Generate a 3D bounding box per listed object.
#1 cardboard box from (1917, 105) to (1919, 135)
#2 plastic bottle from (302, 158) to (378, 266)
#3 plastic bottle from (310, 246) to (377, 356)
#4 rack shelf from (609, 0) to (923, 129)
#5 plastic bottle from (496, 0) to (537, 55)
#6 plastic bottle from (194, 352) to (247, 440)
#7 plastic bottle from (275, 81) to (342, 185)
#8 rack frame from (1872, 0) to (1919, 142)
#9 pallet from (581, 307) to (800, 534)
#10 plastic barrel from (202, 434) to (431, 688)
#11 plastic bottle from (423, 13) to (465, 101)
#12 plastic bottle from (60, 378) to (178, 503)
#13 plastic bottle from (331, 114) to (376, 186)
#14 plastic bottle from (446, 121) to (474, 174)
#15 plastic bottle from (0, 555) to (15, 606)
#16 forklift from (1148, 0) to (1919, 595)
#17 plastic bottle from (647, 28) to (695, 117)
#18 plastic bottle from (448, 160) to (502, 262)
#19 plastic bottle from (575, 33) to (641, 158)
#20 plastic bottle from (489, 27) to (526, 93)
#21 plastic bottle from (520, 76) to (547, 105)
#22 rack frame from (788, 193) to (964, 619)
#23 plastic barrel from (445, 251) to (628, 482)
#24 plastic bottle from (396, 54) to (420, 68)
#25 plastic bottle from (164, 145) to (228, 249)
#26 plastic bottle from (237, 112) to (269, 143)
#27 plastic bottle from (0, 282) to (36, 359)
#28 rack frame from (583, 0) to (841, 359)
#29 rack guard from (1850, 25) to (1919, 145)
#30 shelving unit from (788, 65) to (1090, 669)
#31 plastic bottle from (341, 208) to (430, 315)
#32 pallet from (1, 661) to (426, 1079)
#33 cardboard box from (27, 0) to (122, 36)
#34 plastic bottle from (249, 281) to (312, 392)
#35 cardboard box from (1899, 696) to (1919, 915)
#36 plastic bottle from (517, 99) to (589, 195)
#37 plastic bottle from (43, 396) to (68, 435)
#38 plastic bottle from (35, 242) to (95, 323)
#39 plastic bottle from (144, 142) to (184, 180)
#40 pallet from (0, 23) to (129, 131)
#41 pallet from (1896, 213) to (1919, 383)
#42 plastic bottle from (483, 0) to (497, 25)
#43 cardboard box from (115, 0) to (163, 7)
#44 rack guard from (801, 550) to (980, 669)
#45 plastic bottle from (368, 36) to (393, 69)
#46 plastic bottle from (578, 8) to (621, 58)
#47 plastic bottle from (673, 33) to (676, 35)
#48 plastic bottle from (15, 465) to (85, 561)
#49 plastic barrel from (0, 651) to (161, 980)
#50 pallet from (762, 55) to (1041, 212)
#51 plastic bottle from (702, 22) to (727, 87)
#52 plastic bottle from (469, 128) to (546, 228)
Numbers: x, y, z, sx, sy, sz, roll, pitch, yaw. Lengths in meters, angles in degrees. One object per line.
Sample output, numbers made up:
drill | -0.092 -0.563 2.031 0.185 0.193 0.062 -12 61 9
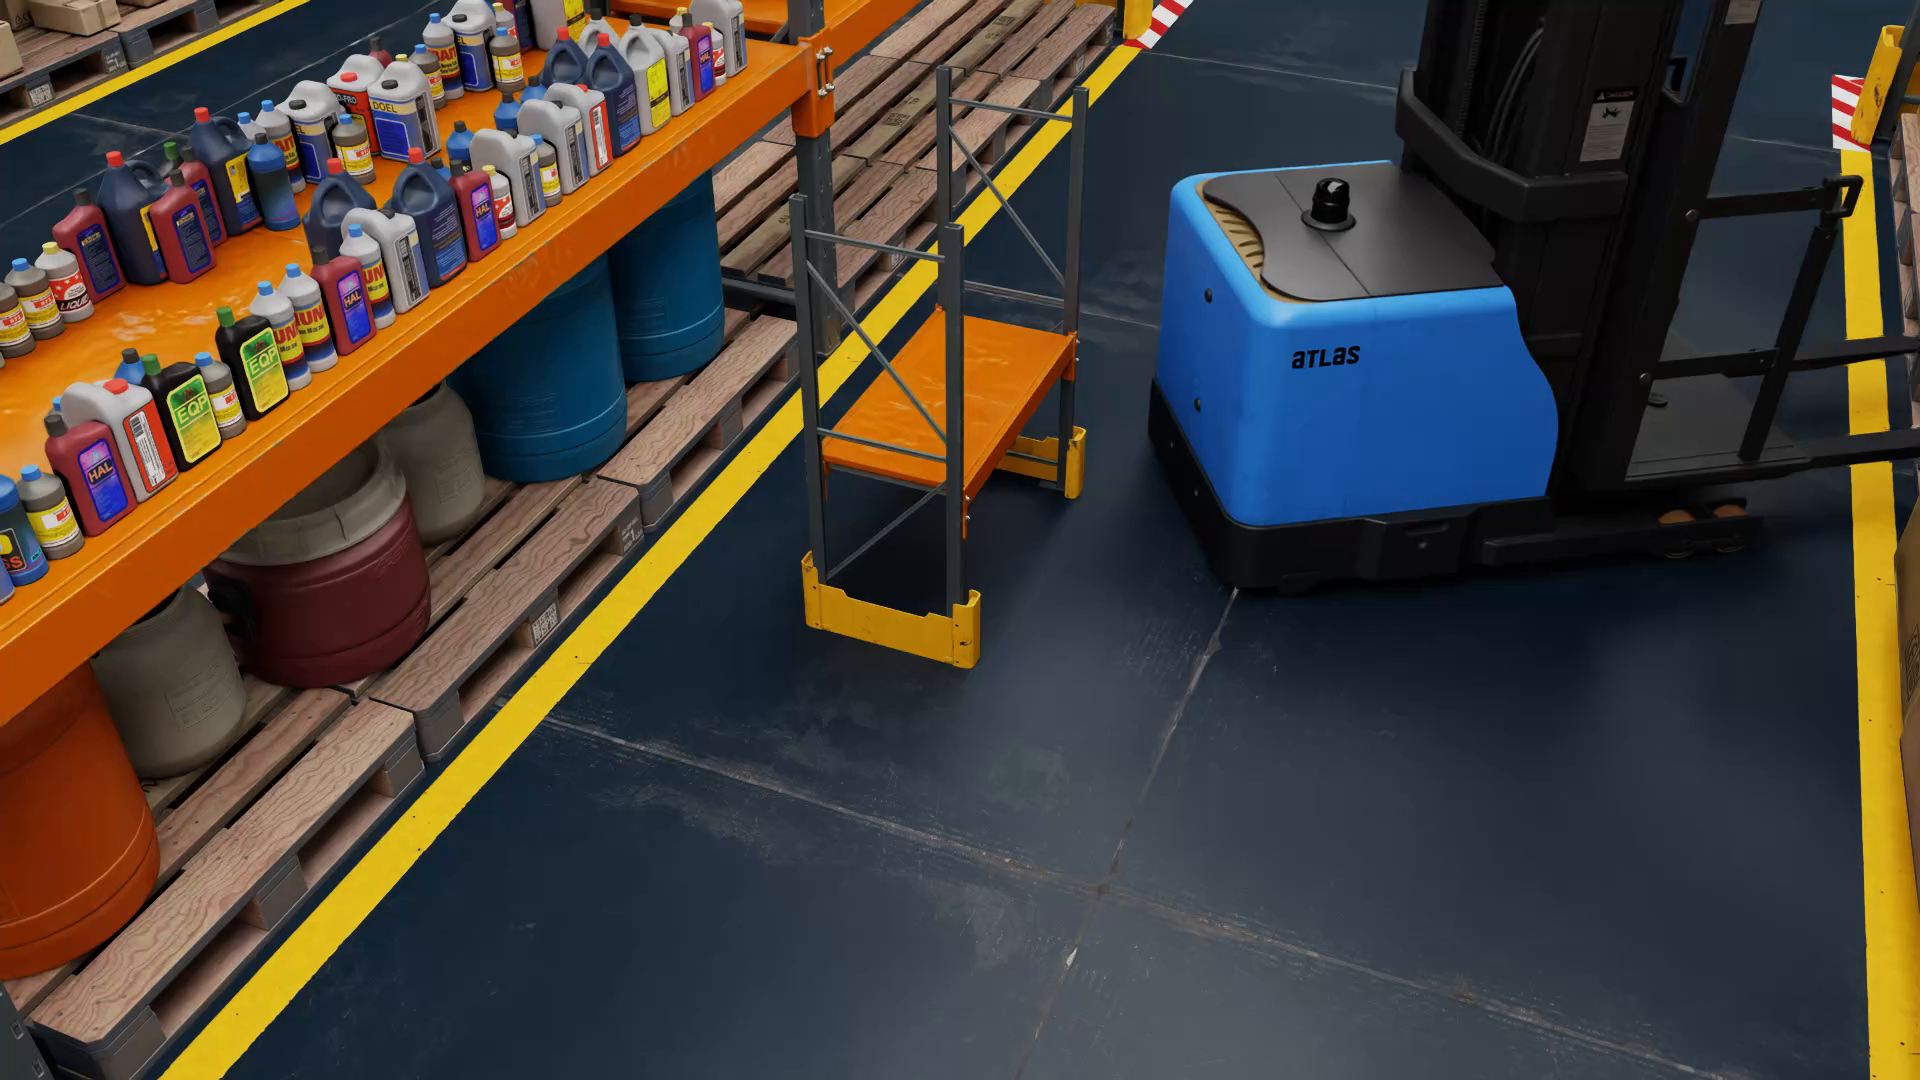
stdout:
cardboard box | 4.960 -2.113 7.496 0.875 0.875 0.875 14 39 18
plastic bottle | -1.631 -0.829 4.395 0.144 0.351 0.185 14 39 18
plastic bottle | -1.550 -0.616 4.166 0.061 0.283 0.133 14 39 18
rack shelf | -0.212 -2.901 7.727 1.077 0.370 4.000 14 39 18
plastic bottle | -1.558 -1.856 5.825 0.061 0.283 0.133 14 39 18
plastic bottle | -1.735 -0.342 3.868 0.097 0.201 0.097 0 37 0
plastic bottle | -1.942 -1.222 4.983 0.152 0.276 0.135 14 39 18
rack frame | 5.129 -3.169 7.484 1.000 3.000 0.127 14 39 18
pallet | -1.305 -0.548 6.306 1.003 0.211 1.213 14 39 18
plastic barrel | -1.895 0.030 4.868 0.600 0.588 0.708 14 39 18
plastic bottle | -1.710 -1.601 5.493 0.097 0.271 0.097 0 37 0
plastic bottle | -1.856 -0.240 3.669 0.152 0.276 0.135 14 39 18
plastic bottle | -1.820 -1.174 4.981 0.097 0.201 0.097 0 37 0
plastic bottle | -1.417 -1.073 4.787 0.097 0.271 0.097 0 37 0
plastic bottle | -2.032 0.016 3.327 0.152 0.276 0.135 14 39 18
forklift | 2.262 -1.417 5.198 3.031 2.935 1.130 -6 37 -8
plastic bottle | -0.963 -1.538 5.406 0.152 0.276 0.135 14 39 18
plastic bottle | -1.340 -0.921 4.574 0.061 0.283 0.133 14 39 18
plastic bottle | -1.091 -1.377 5.128 0.144 0.351 0.185 14 39 18
plastic bottle | -1.518 -1.612 5.568 0.097 0.201 0.097 0 37 0
plastic bottle | -1.278 -1.275 5.058 0.097 0.271 0.097 0 37 0
rack frame | -0.226 -0.272 4.861 0.500 1.500 0.032 14 39 18
plastic barrel | -1.465 -0.721 5.610 0.600 0.901 0.708 14 39 18
plastic bottle | -1.784 -1.465 5.370 0.097 0.201 0.097 0 37 0
plastic bottle | -2.124 -0.937 4.596 0.061 0.283 0.133 14 39 18
plastic bottle | -2.049 -1.108 4.835 0.097 0.271 0.097 0 37 0
plastic bottle | -2.402 -0.566 4.168 0.097 0.201 0.097 0 37 0
rack frame | -0.973 -2.082 6.030 1.000 3.000 0.127 14 39 18
rack guard | 5.138 -2.181 8.250 1.175 0.500 0.348 14 39 18
shelving unit | -0.029 -0.559 5.245 0.587 1.500 1.083 14 39 18
plastic bottle | -1.504 -0.752 4.354 0.152 0.276 0.135 14 39 18
pallet | -2.234 0.803 4.499 1.003 0.211 1.213 14 39 18
cardboard box | -4.873 -2.918 9.148 0.380 0.166 0.250 14 39 18
plastic bottle | -1.648 -0.498 4.018 0.097 0.271 0.097 0 37 0
cardboard box | 3.043 0.583 3.889 1.225 0.875 0.875 13 39 16
plastic bottle | -1.206 -1.185 4.933 0.152 0.276 0.135 14 39 18
plastic bottle | -1.978 -0.228 3.716 0.097 0.201 0.097 0 37 0
plastic bottle | -2.328 -0.674 4.312 0.097 0.201 0.097 0 37 0
plastic bottle | -2.180 -0.951 4.614 0.061 0.283 0.133 14 39 18
pallet | -5.290 -2.476 8.886 1.003 0.211 1.213 14 39 18
pallet | 4.432 -0.918 6.802 1.003 0.211 1.213 14 39 18
plastic bottle | -1.622 -1.729 5.665 0.097 0.271 0.097 0 37 0
cardboard box | -4.843 -3.430 9.552 0.797 0.503 0.637 14 39 18
rack guard | -0.219 0.218 5.250 0.587 0.250 0.087 14 39 18
plastic bottle | -1.845 -1.438 5.266 0.061 0.283 0.133 14 39 18
plastic bottle | -1.154 -1.512 5.308 0.144 0.351 0.185 14 39 18
plastic bottle | -0.950 -1.580 5.525 0.097 0.201 0.097 0 37 0
plastic bottle | -1.925 -0.066 3.499 0.097 0.201 0.097 0 37 0
plastic barrel | -2.325 0.559 3.959 0.600 0.830 0.708 14 39 18
pallet | -0.267 -2.059 8.328 1.003 0.211 1.213 14 39 18
plastic bottle | -0.843 -1.640 5.605 0.097 0.201 0.097 0 37 0
plastic bottle | -1.295 -1.056 4.761 0.152 0.276 0.135 14 39 18
